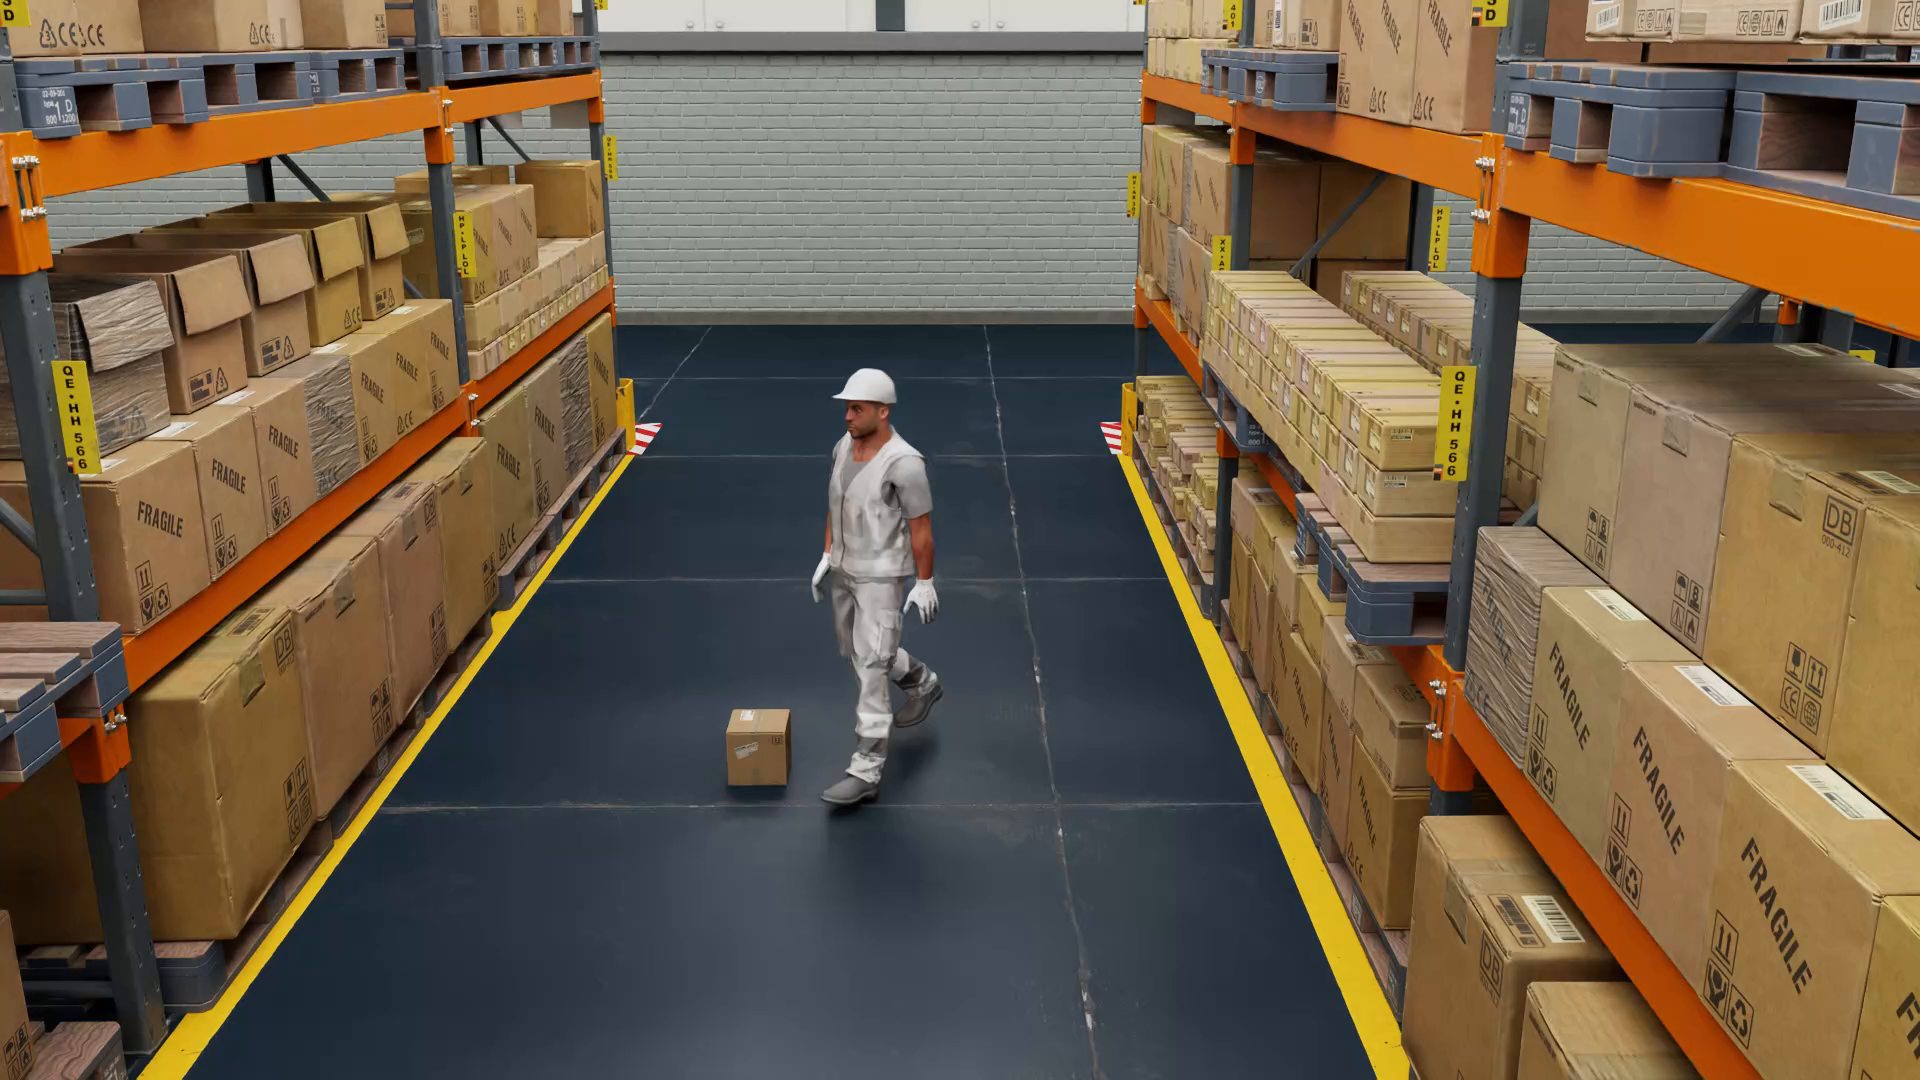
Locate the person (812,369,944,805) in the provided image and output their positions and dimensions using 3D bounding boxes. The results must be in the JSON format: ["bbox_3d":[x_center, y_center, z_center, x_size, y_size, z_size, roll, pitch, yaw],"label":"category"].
[{"bbox_3d":[-0.341,0.151,7.027,0.907,1.764,0.589,-12,21,-34],"label":"person"}]
